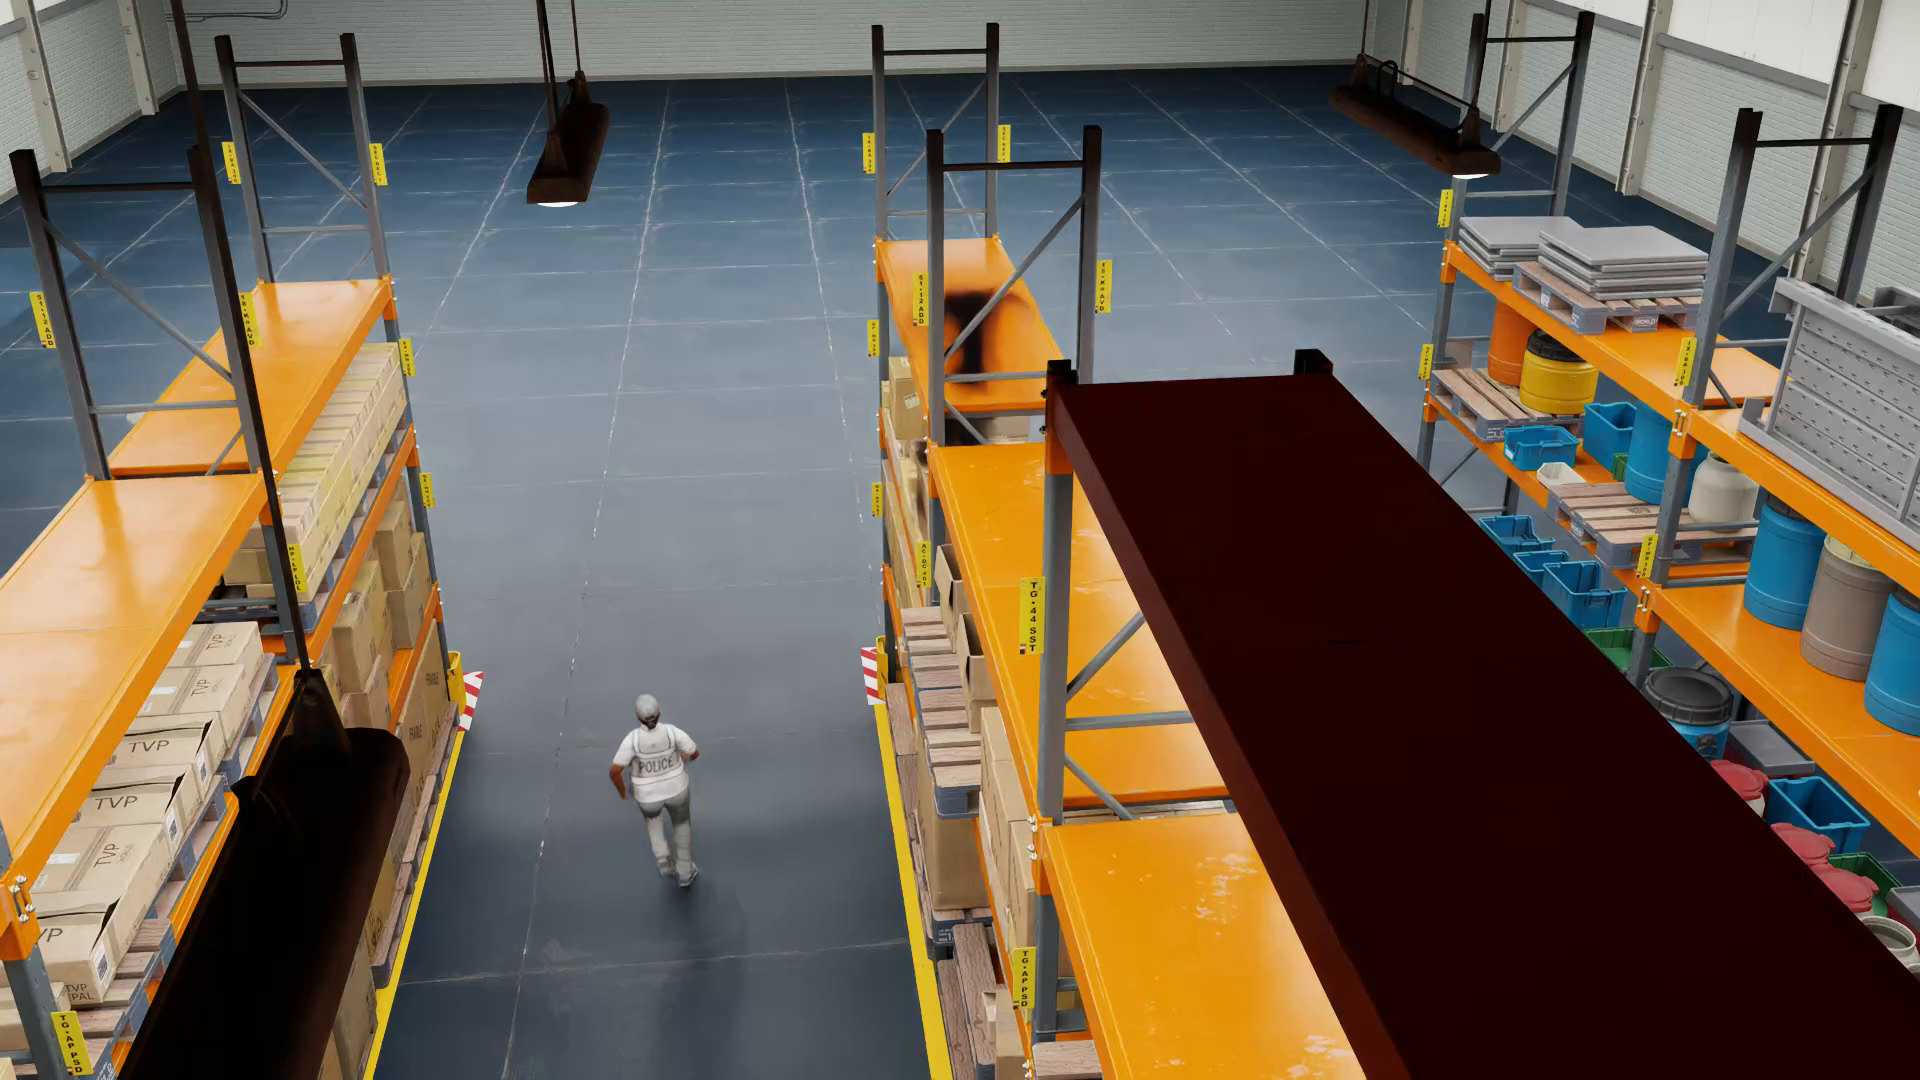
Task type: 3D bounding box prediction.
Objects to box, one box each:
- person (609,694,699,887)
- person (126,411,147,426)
[{"bbox_3d":[-2.318,1.882,12.688,0.681,1.617,0.502,-6,26,-13],"label":"person"},{"bbox_3d":[-8.525,-0.584,17.701,0.660,1.742,0.801,-15,30,-29],"label":"person"}]
